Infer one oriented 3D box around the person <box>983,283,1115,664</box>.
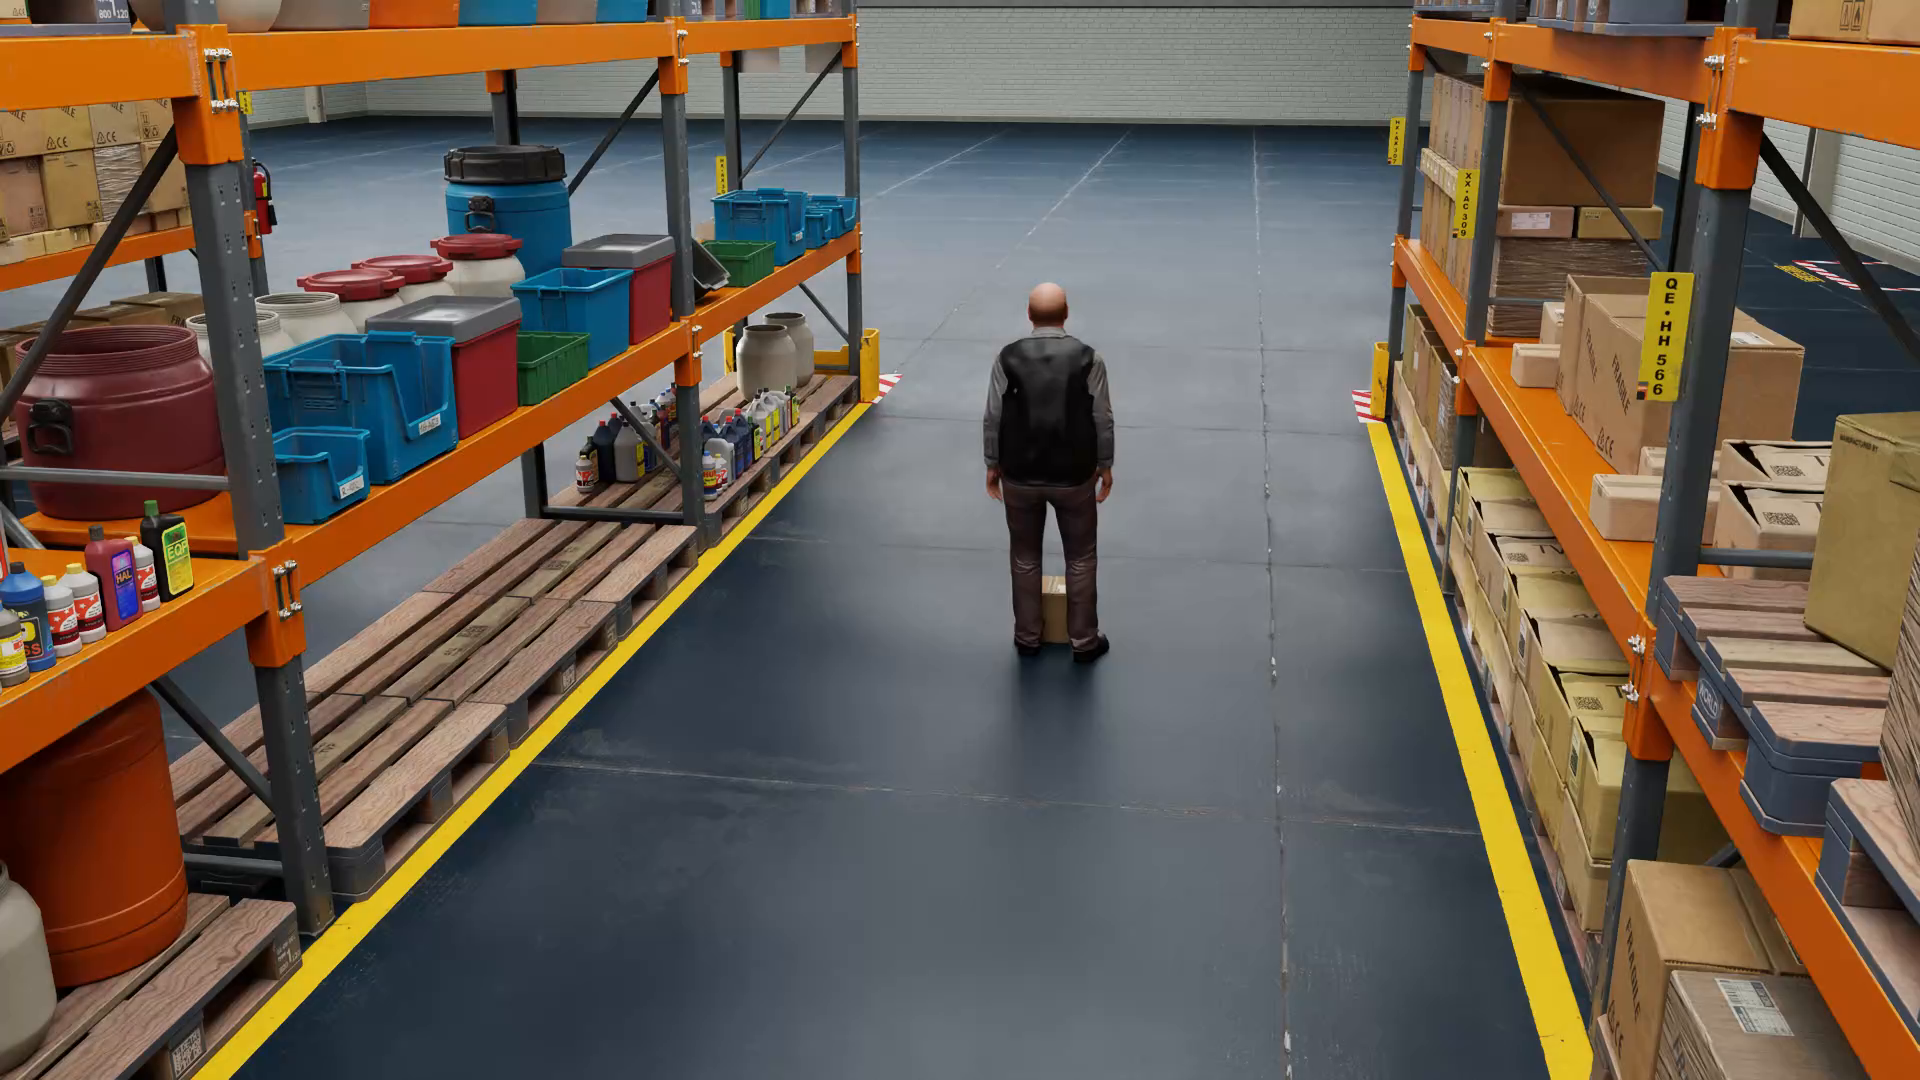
[{"bbox_3d":[0.399,-0.293,7.504,0.590,1.722,0.465,2,18,7],"label":"person"}]
